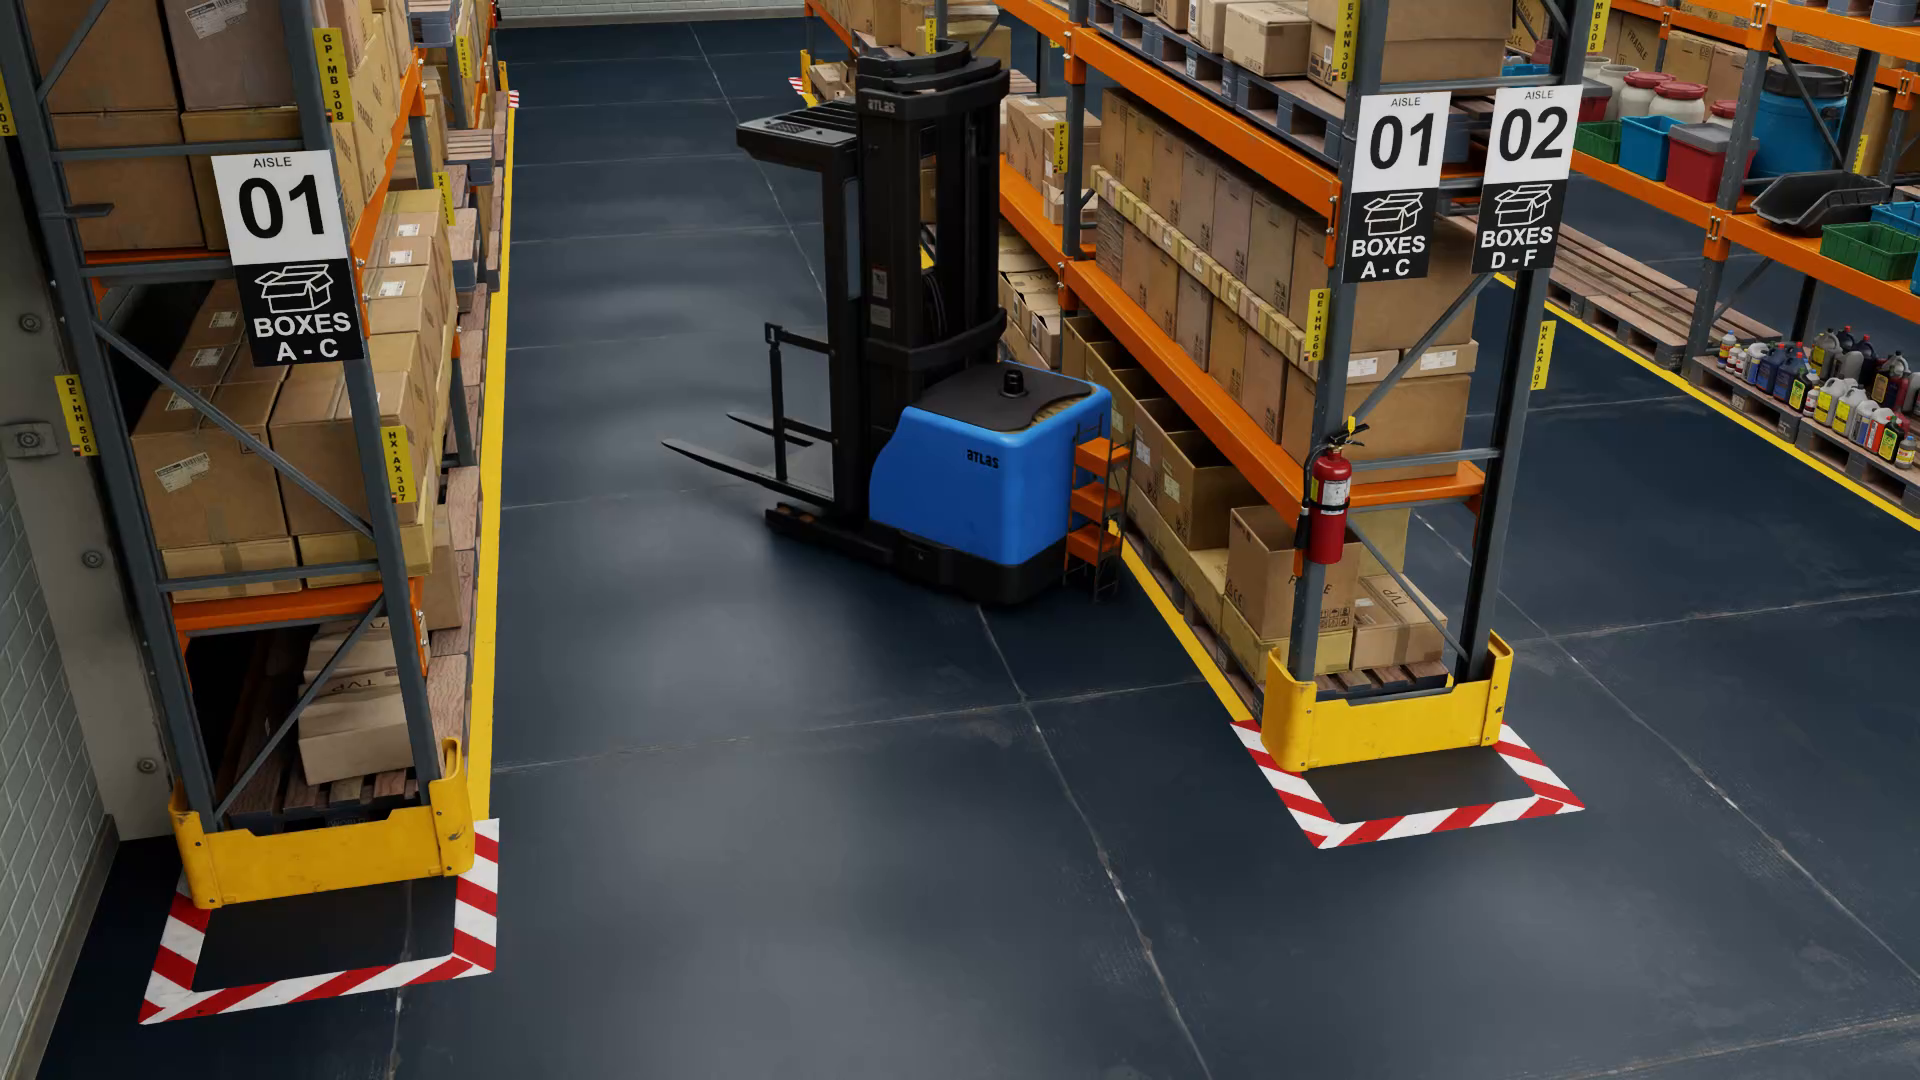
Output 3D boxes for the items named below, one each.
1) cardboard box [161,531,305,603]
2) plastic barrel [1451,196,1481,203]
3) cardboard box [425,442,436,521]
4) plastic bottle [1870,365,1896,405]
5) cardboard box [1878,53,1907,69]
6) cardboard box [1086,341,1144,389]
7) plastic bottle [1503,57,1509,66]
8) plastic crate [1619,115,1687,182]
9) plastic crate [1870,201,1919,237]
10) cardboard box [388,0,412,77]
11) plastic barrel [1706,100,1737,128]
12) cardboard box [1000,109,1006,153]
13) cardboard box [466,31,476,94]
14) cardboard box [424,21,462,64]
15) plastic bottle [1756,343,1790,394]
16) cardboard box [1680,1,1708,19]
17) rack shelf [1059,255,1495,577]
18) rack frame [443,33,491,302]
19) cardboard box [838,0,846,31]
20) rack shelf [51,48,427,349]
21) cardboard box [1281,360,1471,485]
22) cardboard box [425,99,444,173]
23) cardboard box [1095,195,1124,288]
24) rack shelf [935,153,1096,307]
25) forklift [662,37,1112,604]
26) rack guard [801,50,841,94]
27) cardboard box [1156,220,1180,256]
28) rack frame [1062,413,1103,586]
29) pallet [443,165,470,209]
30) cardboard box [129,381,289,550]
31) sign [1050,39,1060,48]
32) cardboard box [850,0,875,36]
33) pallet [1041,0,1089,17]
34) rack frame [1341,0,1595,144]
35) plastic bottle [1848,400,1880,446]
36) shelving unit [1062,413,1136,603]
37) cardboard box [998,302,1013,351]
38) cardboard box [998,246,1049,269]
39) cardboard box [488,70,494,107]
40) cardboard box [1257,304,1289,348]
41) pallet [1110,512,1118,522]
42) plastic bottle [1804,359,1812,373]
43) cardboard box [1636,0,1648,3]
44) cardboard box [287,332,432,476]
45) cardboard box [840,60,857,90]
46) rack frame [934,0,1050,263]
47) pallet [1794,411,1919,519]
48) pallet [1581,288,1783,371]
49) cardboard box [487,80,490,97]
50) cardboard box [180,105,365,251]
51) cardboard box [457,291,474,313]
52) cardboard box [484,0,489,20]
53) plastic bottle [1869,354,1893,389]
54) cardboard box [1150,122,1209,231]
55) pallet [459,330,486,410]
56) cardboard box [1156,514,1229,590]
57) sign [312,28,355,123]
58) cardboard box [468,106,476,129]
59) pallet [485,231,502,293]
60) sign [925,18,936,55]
[{"bbox_3d":[-3.035,0.019,7.028,0.500,0.250,0.500,-6,27,-11],"label":"cardboard box"},{"bbox_3d":[4.982,-3.803,16.399,0.600,0.830,0.708,-6,27,-12],"label":"plastic barrel"},{"bbox_3d":[-2.672,-0.268,7.597,0.500,0.250,0.500,-7,28,-13],"label":"cardboard box"},{"bbox_3d":[6.458,-1.098,11.623,0.061,0.283,0.133,-6,27,-12],"label":"plastic bottle"},{"bbox_3d":[9.581,-5.111,16.935,0.500,0.500,0.500,-5,27,-10],"label":"cardboard box"},{"bbox_3d":[1.103,-0.955,10.566,0.500,0.500,0.500,-6,27,-12],"label":"cardboard box"},{"bbox_3d":[5.178,-4.524,16.021,0.152,0.276,0.135,-6,27,-12],"label":"plastic bottle"},{"bbox_3d":[5.458,-3.061,13.003,0.392,0.384,0.575,-6,27,-12],"label":"plastic crate"},{"bbox_3d":[6.524,-2.091,11.229,0.499,0.251,0.616,-6,27,-12],"label":"plastic crate"},{"bbox_3d":[-3.287,-2.804,9.015,0.500,0.500,0.500,-5,27,-10],"label":"cardboard box"},{"bbox_3d":[6.008,-3.118,12.949,0.433,0.535,0.433,0,27,0],"label":"plastic barrel"},{"bbox_3d":[0.295,-3.418,13.792,0.500,0.311,0.500,-6,27,-12],"label":"cardboard box"},{"bbox_3d":[-4.624,-4.240,14.858,0.500,0.500,0.500,-6,27,-12],"label":"cardboard box"},{"bbox_3d":[-4.401,-4.125,13.798,0.500,0.250,0.500,-5,27,-10],"label":"cardboard box"},{"bbox_3d":[5.788,-1.233,11.815,0.144,0.351,0.185,-5,27,-10],"label":"plastic bottle"},{"bbox_3d":[8.893,-6.448,19.585,0.500,0.500,0.500,-6,27,-11],"label":"cardboard box"},{"bbox_3d":[1.634,-0.915,9.532,1.077,0.370,4.000,-6,27,-12],"label":"rack shelf"},{"bbox_3d":[-4.544,-3.366,13.589,1.000,3.000,0.127,-6,27,-12],"label":"rack frame"},{"bbox_3d":[-1.100,-6.090,18.877,0.500,0.500,0.500,-5,27,-10],"label":"cardboard box"},{"bbox_3d":[-3.191,-1.749,7.857,1.077,0.370,4.000,-6,27,-12],"label":"rack shelf"},{"bbox_3d":[1.992,-0.609,8.017,0.700,0.500,0.500,-6,27,-12],"label":"cardboard box"},{"bbox_3d":[-4.126,-2.857,11.981,0.700,0.500,0.500,-6,27,-12],"label":"cardboard box"},{"bbox_3d":[1.289,-1.965,10.703,0.700,0.500,0.500,-7,28,-13],"label":"cardboard box"},{"bbox_3d":[0.733,-2.671,13.011,1.077,0.370,4.000,-6,27,-12],"label":"rack shelf"},{"bbox_3d":[-0.582,-1.466,9.901,3.031,2.935,1.130,19,32,33],"label":"forklift"},{"bbox_3d":[-1.504,-6.233,22.044,1.175,0.500,0.348,-6,27,-12],"label":"rack guard"},{"bbox_3d":[1.349,-1.745,9.548,0.380,0.149,0.250,-7,28,-13],"label":"cardboard box"},{"bbox_3d":[0.697,-0.221,9.485,0.200,1.050,0.008,-23,39,-38],"label":"rack frame"},{"bbox_3d":[-4.058,-2.415,11.919,1.003,0.211,1.213,-6,27,-12],"label":"pallet"},{"bbox_3d":[-3.054,-0.316,6.858,0.500,0.500,0.500,-6,27,-12],"label":"cardboard box"},{"bbox_3d":[0.822,-4.445,14.442,0.100,0.325,0.005,-6,27,-12],"label":"sign"},{"bbox_3d":[-0.731,-5.628,17.494,0.700,0.500,0.500,-16,31,-29],"label":"cardboard box"},{"bbox_3d":[0.972,-3.754,11.242,0.805,0.209,1.217,-7,28,-14],"label":"pallet"},{"bbox_3d":[2.085,-3.036,6.279,1.000,3.000,0.127,-6,27,-12],"label":"rack frame"},{"bbox_3d":[6.009,-0.776,10.993,0.152,0.276,0.135,-7,28,-13],"label":"plastic bottle"},{"bbox_3d":[0.780,-0.173,9.410,0.215,1.050,0.252,-23,39,-38],"label":"shelving unit"},{"bbox_3d":[0.579,-1.674,12.822,0.500,0.250,0.500,-5,27,-10],"label":"cardboard box"},{"bbox_3d":[0.469,-2.141,13.127,0.500,0.311,0.500,-6,27,-12],"label":"cardboard box"},{"bbox_3d":[-5.865,-5.212,19.554,0.700,0.500,0.500,-7,28,-13],"label":"cardboard box"},{"bbox_3d":[1.695,-1.068,8.206,0.380,0.149,0.250,-6,27,-12],"label":"cardboard box"},{"bbox_3d":[1.322,-0.516,11.038,1.003,0.211,1.213,-6,27,-12],"label":"pallet"},{"bbox_3d":[5.938,-1.146,11.731,0.097,0.271,0.097,0,27,0],"label":"plastic bottle"},{"bbox_3d":[8.586,-6.732,20.538,0.380,0.149,0.250,-5,27,-11],"label":"cardboard box"},{"bbox_3d":[-2.657,-0.588,7.399,0.500,0.500,0.500,-6,27,-11],"label":"cardboard box"},{"bbox_3d":[-1.048,-5.532,20.164,0.797,0.503,0.637,-6,27,-12],"label":"cardboard box"},{"bbox_3d":[0.282,-3.870,14.589,1.000,3.000,0.127,-6,27,-12],"label":"rack frame"},{"bbox_3d":[6.399,-0.535,11.076,1.003,0.211,1.213,-6,27,-12],"label":"pallet"},{"bbox_3d":[5.795,-1.711,13.407,1.003,0.211,1.213,-6,27,-12],"label":"pallet"},{"bbox_3d":[-5.413,-4.990,18.396,0.380,0.149,0.250,-5,27,-10],"label":"cardboard box"},{"bbox_3d":[-2.573,-1.418,6.269,0.500,0.500,0.500,-5,27,-10],"label":"cardboard box"},{"bbox_3d":[-4.331,-2.135,13.437,0.700,0.500,0.500,-6,27,-11],"label":"cardboard box"},{"bbox_3d":[-6.047,-6.470,19.407,0.980,0.700,0.700,-6,27,-12],"label":"cardboard box"},{"bbox_3d":[6.557,-1.194,11.814,0.061,0.283,0.133,-4,27,-8],"label":"plastic bottle"},{"bbox_3d":[1.517,-2.102,9.535,0.700,0.500,0.500,-6,27,-12],"label":"cardboard box"},{"bbox_3d":[-4.098,-1.243,12.478,1.003,0.211,1.213,-6,27,-12],"label":"pallet"},{"bbox_3d":[1.437,0.039,9.430,0.500,0.250,0.500,-6,27,-12],"label":"cardboard box"},{"bbox_3d":[-2.212,-1.638,5.867,0.100,0.325,0.005,-6,27,-12],"label":"sign"},{"bbox_3d":[-4.418,-3.667,14.443,0.380,0.149,0.250,-5,27,-10],"label":"cardboard box"},{"bbox_3d":[-4.648,-2.474,14.918,1.003,0.211,1.213,-6,27,-12],"label":"pallet"},{"bbox_3d":[-0.245,-4.292,14.228,0.100,0.325,0.005,-6,27,-12],"label":"sign"}]
